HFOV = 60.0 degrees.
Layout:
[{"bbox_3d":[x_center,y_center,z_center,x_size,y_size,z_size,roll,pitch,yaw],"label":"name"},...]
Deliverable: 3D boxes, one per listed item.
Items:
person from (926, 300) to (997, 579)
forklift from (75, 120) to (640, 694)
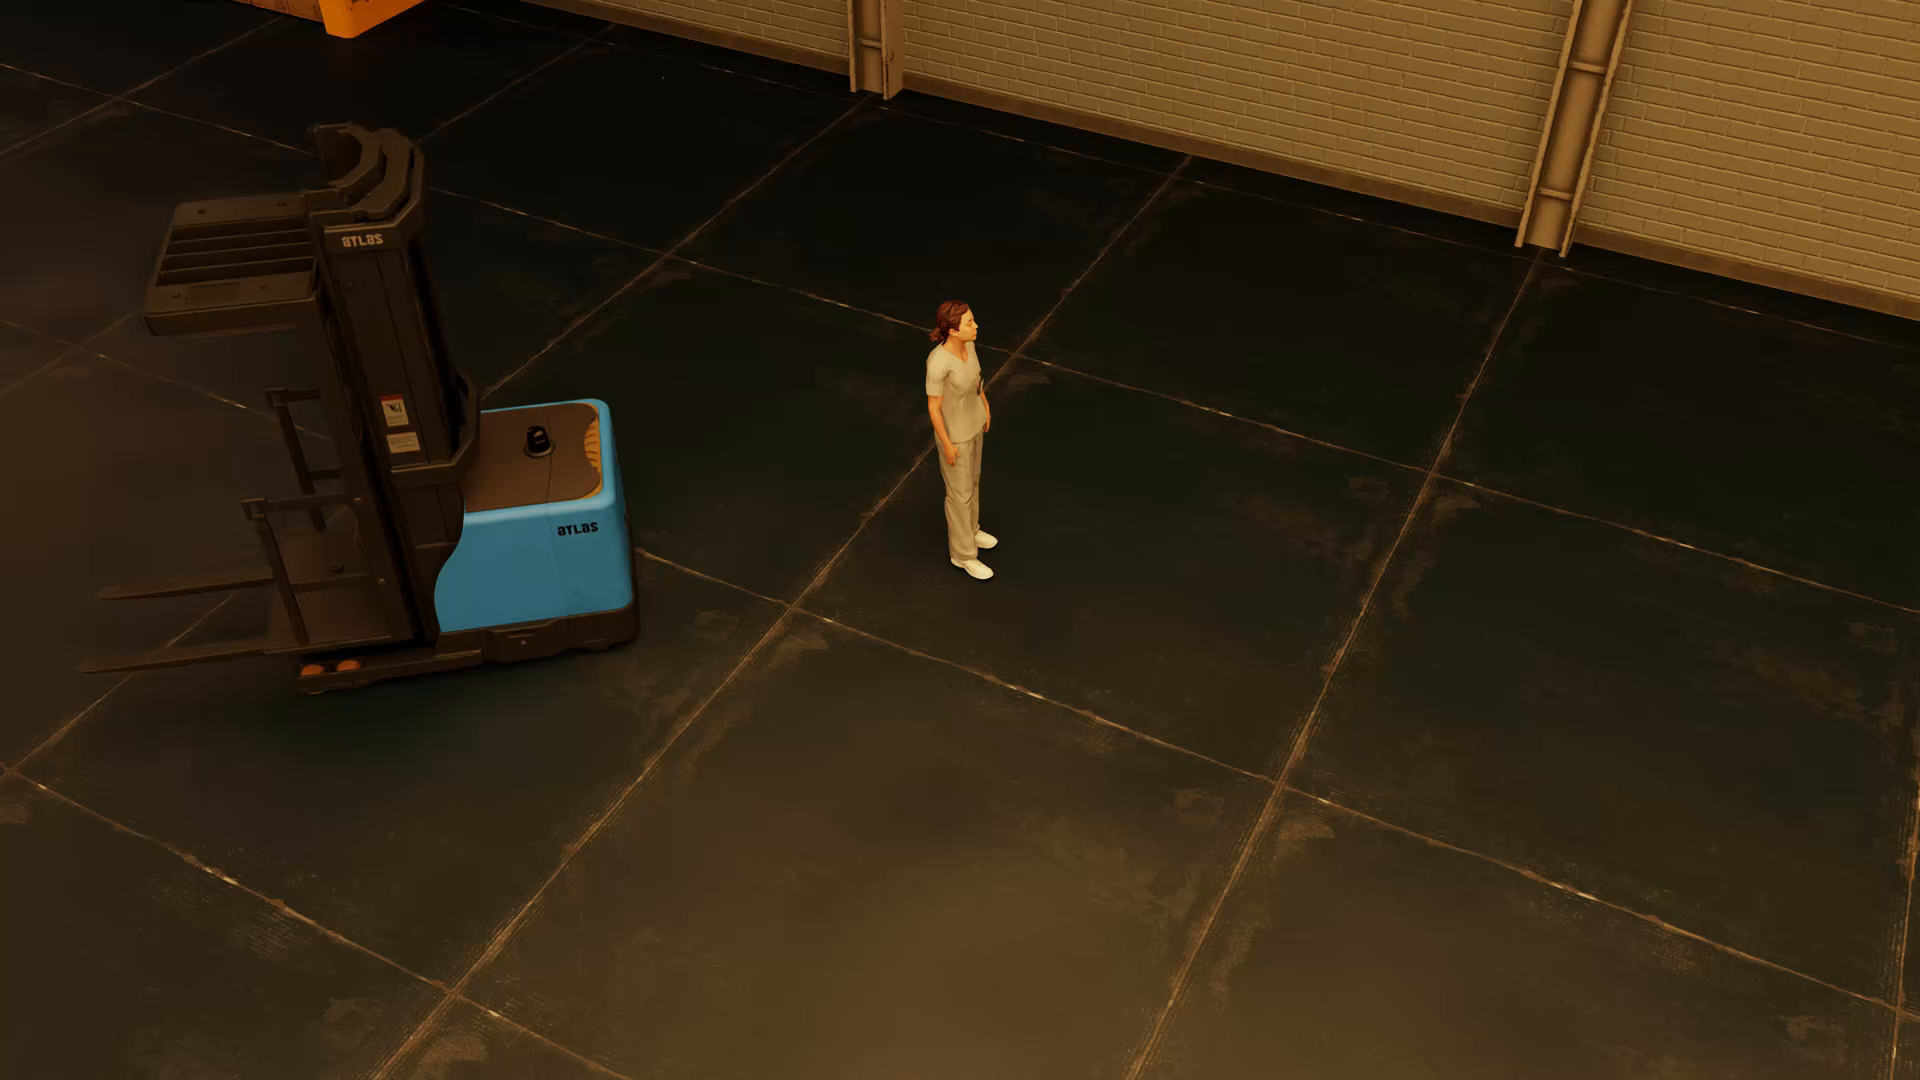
[{"bbox_3d":[0.060,-0.617,9.682,0.548,1.672,0.550,18,43,21],"label":"person"},{"bbox_3d":[-3.406,-0.636,8.742,3.031,2.935,1.130,-7,41,-9],"label":"forklift"}]
